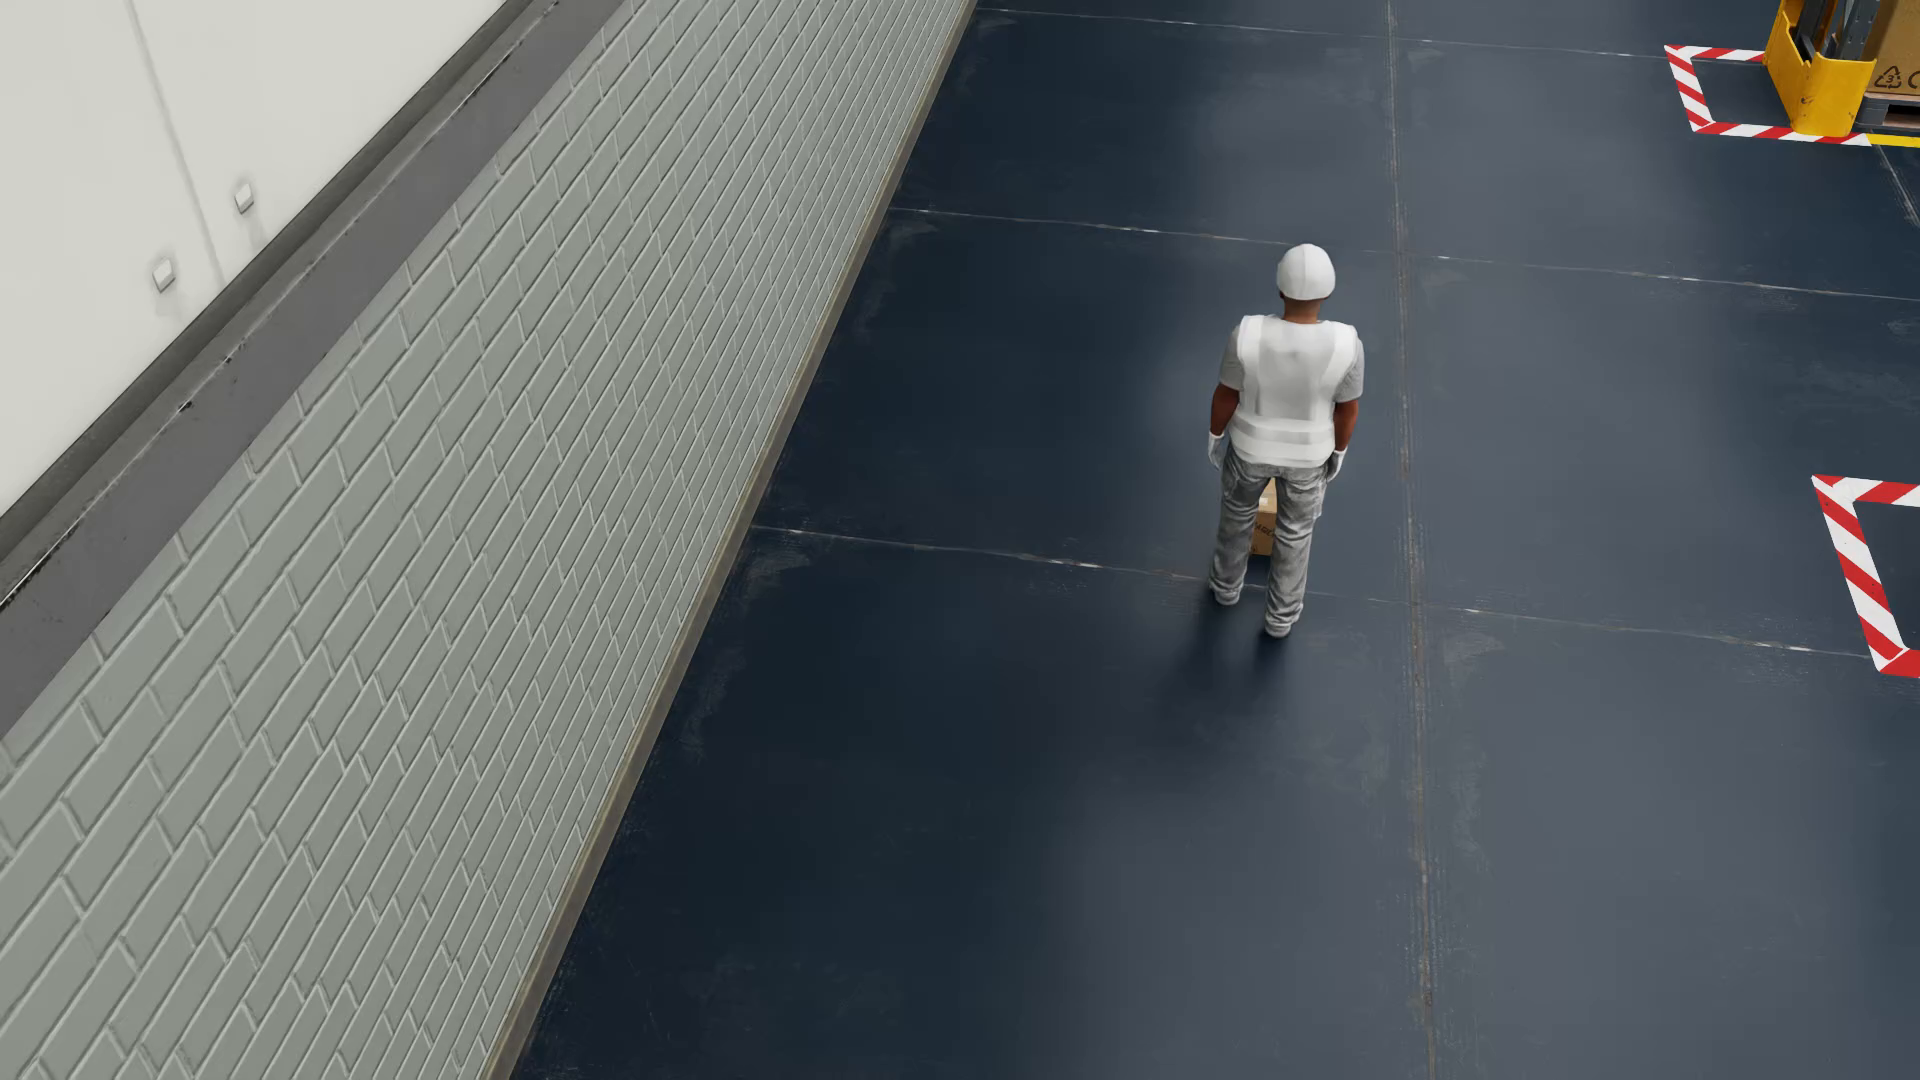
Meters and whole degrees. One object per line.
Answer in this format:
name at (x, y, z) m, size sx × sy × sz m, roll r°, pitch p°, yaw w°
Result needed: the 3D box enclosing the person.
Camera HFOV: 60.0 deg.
person at (1.274, -0.417, 6.640) m, size 0.556 × 1.788 × 0.480 m, roll 7°, pitch 41°, yaw 8°
